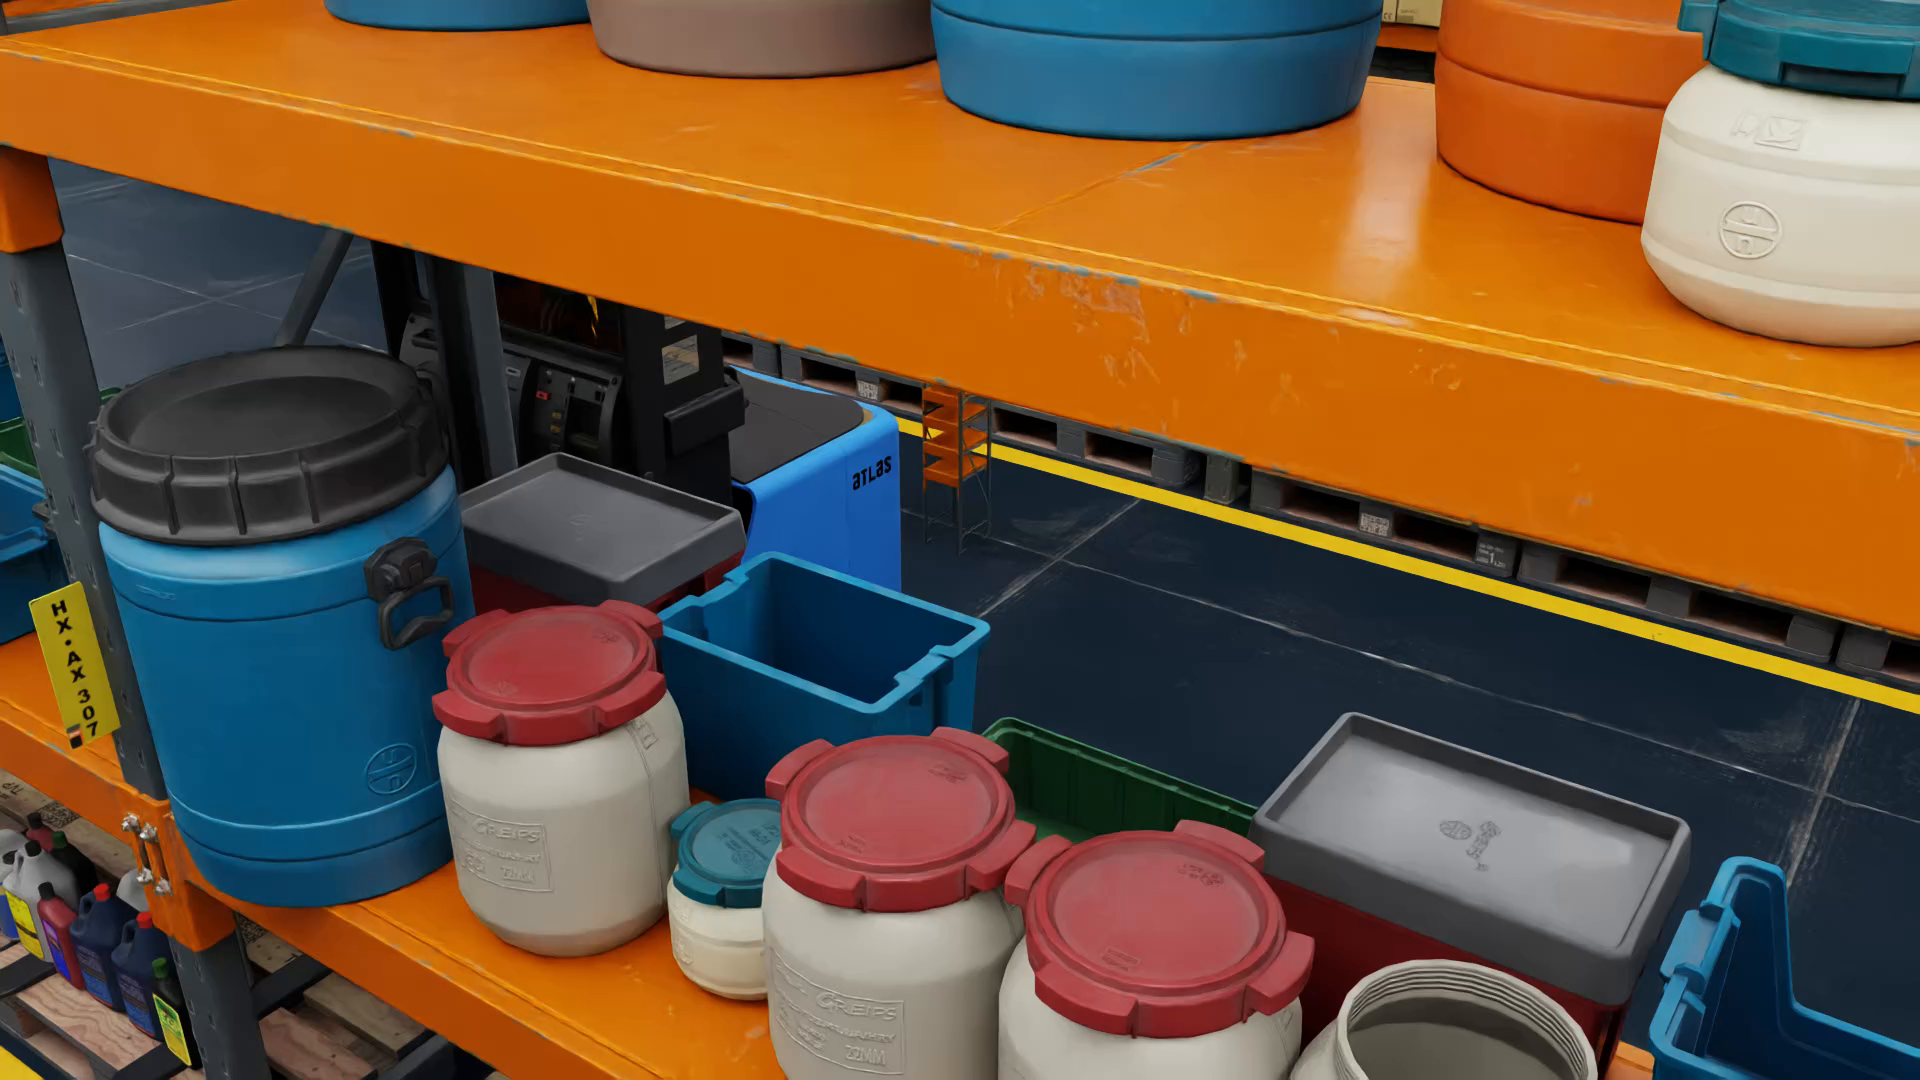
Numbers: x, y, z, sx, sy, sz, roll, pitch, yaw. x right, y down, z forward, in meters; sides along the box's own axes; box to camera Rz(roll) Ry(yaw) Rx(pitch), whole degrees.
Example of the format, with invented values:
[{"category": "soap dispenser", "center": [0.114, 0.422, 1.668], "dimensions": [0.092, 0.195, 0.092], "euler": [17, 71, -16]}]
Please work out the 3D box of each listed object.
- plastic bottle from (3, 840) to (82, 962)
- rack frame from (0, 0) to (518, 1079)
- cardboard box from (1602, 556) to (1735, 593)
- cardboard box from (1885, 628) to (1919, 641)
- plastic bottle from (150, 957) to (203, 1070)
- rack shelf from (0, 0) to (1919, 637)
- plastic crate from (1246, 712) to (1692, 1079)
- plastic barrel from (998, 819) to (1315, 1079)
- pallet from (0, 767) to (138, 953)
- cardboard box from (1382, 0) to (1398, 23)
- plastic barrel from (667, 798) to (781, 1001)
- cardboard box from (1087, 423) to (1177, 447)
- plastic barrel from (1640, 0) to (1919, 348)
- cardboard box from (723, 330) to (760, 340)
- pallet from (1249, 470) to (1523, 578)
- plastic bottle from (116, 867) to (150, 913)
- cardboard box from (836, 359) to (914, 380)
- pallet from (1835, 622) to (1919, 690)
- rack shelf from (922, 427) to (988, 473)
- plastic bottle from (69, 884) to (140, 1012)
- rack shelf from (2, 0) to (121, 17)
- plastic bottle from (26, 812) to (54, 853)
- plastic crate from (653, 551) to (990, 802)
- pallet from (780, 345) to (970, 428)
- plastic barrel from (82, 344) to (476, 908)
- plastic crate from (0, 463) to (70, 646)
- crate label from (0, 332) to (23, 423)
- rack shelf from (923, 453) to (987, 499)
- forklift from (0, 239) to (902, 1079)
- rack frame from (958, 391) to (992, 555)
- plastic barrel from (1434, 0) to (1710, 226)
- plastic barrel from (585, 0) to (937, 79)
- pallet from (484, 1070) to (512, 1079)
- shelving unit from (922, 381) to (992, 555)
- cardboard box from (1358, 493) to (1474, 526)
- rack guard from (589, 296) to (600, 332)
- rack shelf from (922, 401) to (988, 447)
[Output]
[{"category": "plastic bottle", "center": [-2.480, 0.956, 4.499], "dimensions": [0.185, 0.351, 0.144], "euler": [17, 32, 30]}, {"category": "rack frame", "center": [-1.361, 0.162, 3.625], "dimensions": [0.127, 3.000, 1.000], "euler": [17, 32, 30]}, {"category": "cardboard box", "center": [2.907, -0.060, 6.630], "dimensions": [0.500, 0.250, 0.500], "euler": [18, 32, 31]}, {"category": "cardboard box", "center": [3.745, 0.201, 6.116], "dimensions": [0.500, 0.250, 0.500], "euler": [17, 31, 30]}, {"category": "plastic bottle", "center": [-1.944, 1.176, 4.142], "dimensions": [0.133, 0.283, 0.061], "euler": [19, 33, 33]}, {"category": "rack shelf", "center": [0.287, -0.341, 2.099], "dimensions": [4.000, 0.370, 1.077], "euler": [17, 32, 30]}, {"category": "plastic crate", "center": [0.777, 0.631, 2.633], "dimensions": [0.583, 0.464, 0.402], "euler": [17, 32, 30]}, {"category": "plastic barrel", "center": [0.265, 0.728, 2.362], "dimensions": [0.433, 0.535, 0.433], "euler": [0, 27, 0]}, {"category": "pallet", "center": [-2.901, 0.903, 5.242], "dimensions": [1.213, 0.211, 1.003], "euler": [17, 32, 30]}, {"category": "cardboard box", "center": [2.857, -3.747, 11.449], "dimensions": [0.500, 0.250, 0.500], "euler": [17, 32, 30]}, {"category": "plastic barrel", "center": [-0.357, 0.620, 2.876], "dimensions": [0.301, 0.262, 0.301], "euler": [0, 27, 0]}, {"category": "cardboard box", "center": [0.940, -0.688, 7.864], "dimensions": [0.500, 0.250, 0.500], "euler": [17, 32, 30]}, {"category": "plastic barrel", "center": [0.756, -0.326, 1.428], "dimensions": [0.301, 0.262, 0.301], "euler": [0, 27, 0]}, {"category": "cardboard box", "center": [-1.120, -1.330, 9.125], "dimensions": [0.500, 0.250, 0.500], "euler": [17, 32, 30]}, {"category": "pallet", "center": [2.076, -0.272, 7.552], "dimensions": [1.213, 0.211, 1.003], "euler": [17, 32, 30]}, {"category": "plastic bottle", "center": [-2.150, 1.011, 4.475], "dimensions": [0.135, 0.276, 0.152], "euler": [17, 32, 30]}, {"category": "cardboard box", "center": [-0.299, -1.072, 8.617], "dimensions": [0.500, 0.250, 0.500], "euler": [17, 32, 30]}, {"category": "pallet", "center": [4.087, 0.355, 6.320], "dimensions": [1.213, 0.211, 1.003], "euler": [17, 32, 30]}, {"category": "rack shelf", "center": [-0.012, -0.392, 7.060], "dimensions": [0.180, 0.103, 0.258], "euler": [17, 32, 30]}, {"category": "plastic bottle", "center": [-2.213, 1.039, 4.336], "dimensions": [0.185, 0.351, 0.144], "euler": [16, 31, 28]}, {"category": "rack shelf", "center": [-3.010, -1.368, 4.117], "dimensions": [4.000, 0.370, 1.077], "euler": [17, 32, 30]}, {"category": "plastic bottle", "center": [-2.551, 0.903, 4.678], "dimensions": [0.133, 0.283, 0.061], "euler": [17, 32, 30]}, {"category": "plastic crate", "center": [-0.276, 0.336, 3.301], "dimensions": [0.575, 0.384, 0.392], "euler": [17, 32, 30]}, {"category": "pallet", "center": [-0.195, -0.979, 8.942], "dimensions": [1.213, 0.211, 1.003], "euler": [17, 32, 30]}, {"category": "plastic barrel", "center": [-1.214, 0.151, 3.094], "dimensions": [0.708, 0.901, 0.600], "euler": [17, 32, 30]}, {"category": "plastic crate", "center": [-2.427, 0.045, 4.018], "dimensions": [0.616, 0.251, 0.499], "euler": [17, 32, 30]}, {"category": "crate label", "center": [-2.988, -0.510, 4.906], "dimensions": [0.616, 0.435, 0.502], "euler": [17, 32, 30]}, {"category": "rack shelf", "center": [-0.012, -0.285, 7.114], "dimensions": [0.180, 0.103, 0.258], "euler": [17, 32, 30]}, {"category": "forklift", "center": [-1.461, -0.378, 4.761], "dimensions": [1.130, 2.935, 3.031], "euler": [18, 32, 31]}, {"category": "rack frame", "center": [0.063, -0.515, 6.939], "dimensions": [0.006, 1.200, 0.240], "euler": [17, 32, 30]}, {"category": "plastic barrel", "center": [0.843, -0.799, 1.733], "dimensions": [0.708, 0.830, 0.600], "euler": [17, 32, 30]}, {"category": "plastic barrel", "center": [-0.280, -1.181, 2.404], "dimensions": [0.600, 0.901, 0.600], "euler": [0, 27, 0]}, {"category": "pallet", "center": [-0.692, 1.591, 3.890], "dimensions": [1.213, 0.211, 1.003], "euler": [17, 32, 30]}, {"category": "shelving unit", "center": [-0.012, -0.538, 6.985], "dimensions": [0.189, 1.200, 0.258], "euler": [17, 32, 30]}, {"category": "cardboard box", "center": [2.059, -0.323, 7.146], "dimensions": [0.500, 0.250, 0.500], "euler": [18, 32, 32]}, {"category": "rack guard", "center": [-1.871, -1.609, 9.860], "dimensions": [0.348, 0.500, 1.175], "euler": [17, 32, 30]}, {"category": "rack shelf", "center": [-0.012, -0.499, 7.005], "dimensions": [0.180, 0.103, 0.258], "euler": [17, 32, 30]}]
